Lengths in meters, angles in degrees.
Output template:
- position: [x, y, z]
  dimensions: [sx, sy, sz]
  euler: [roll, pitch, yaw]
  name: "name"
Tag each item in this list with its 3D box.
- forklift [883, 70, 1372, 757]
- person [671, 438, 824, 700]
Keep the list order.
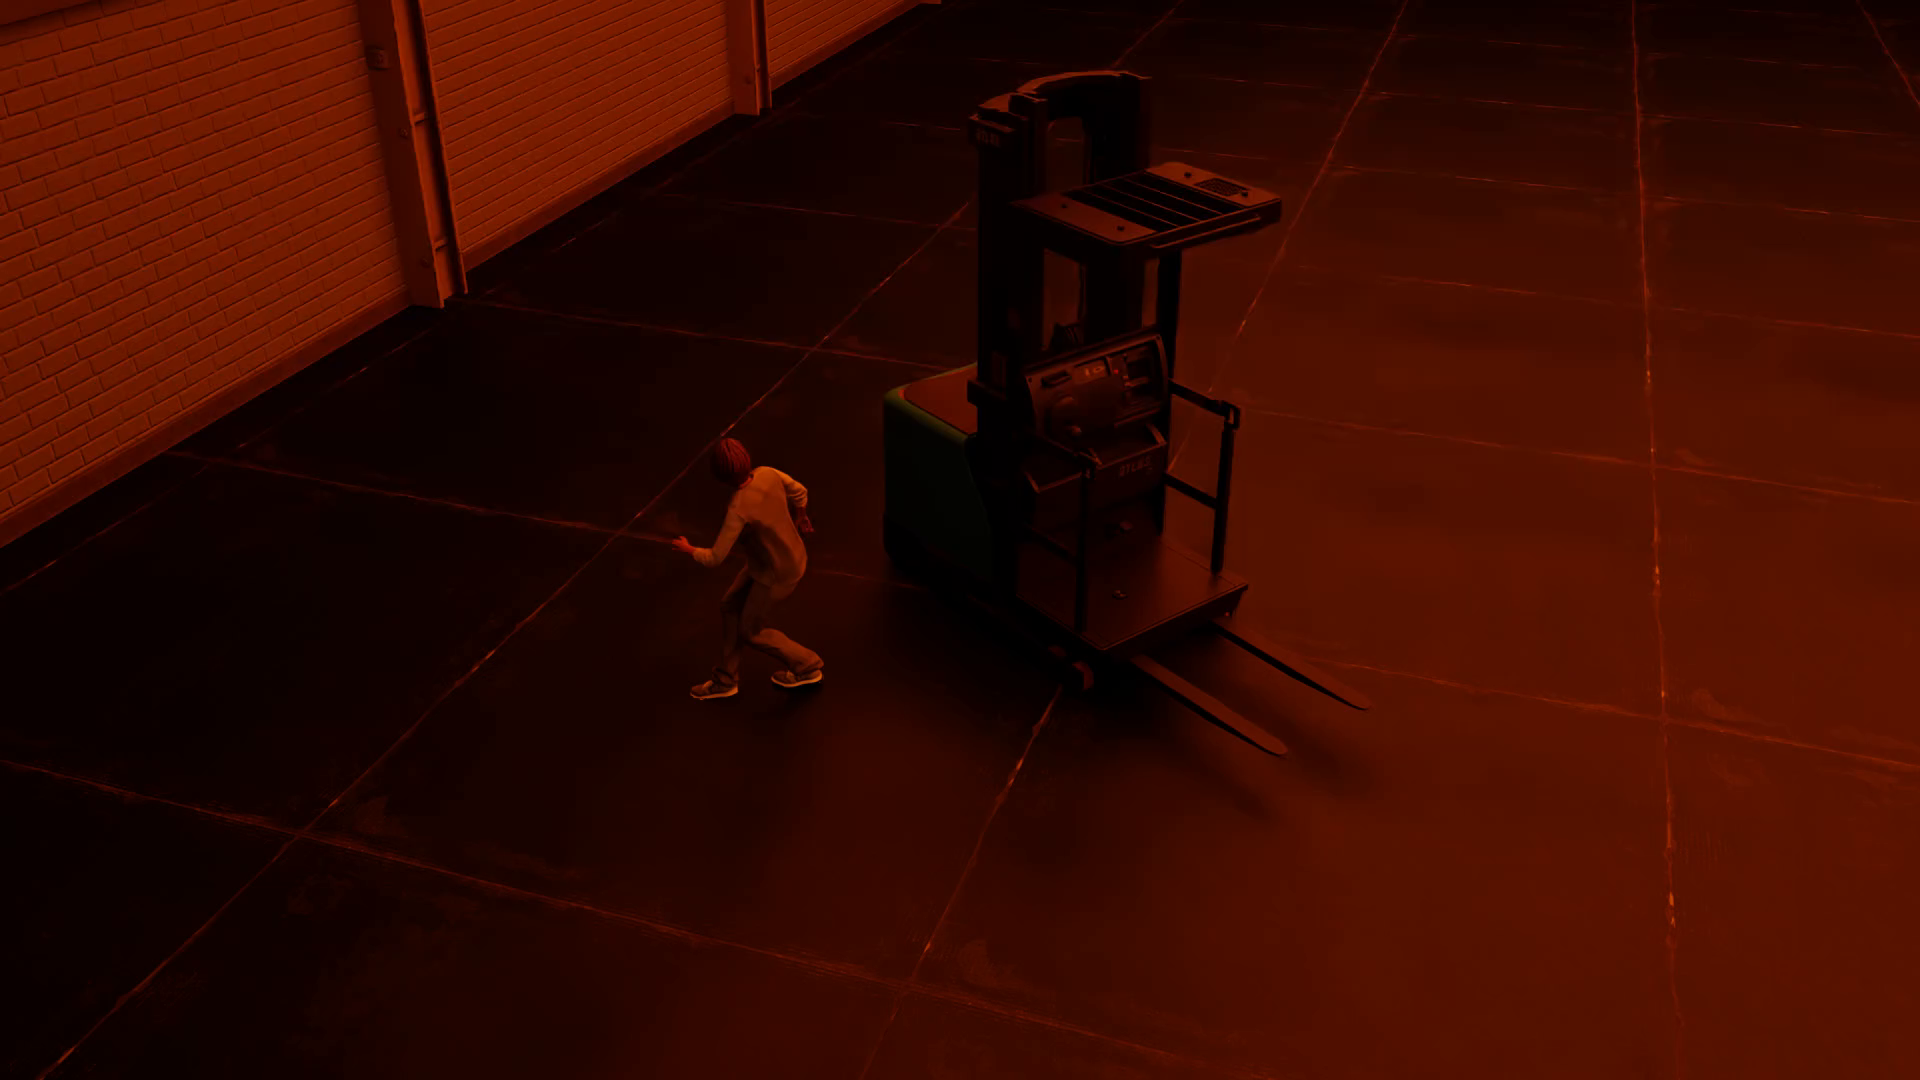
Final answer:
- position: [0.847, -0.752, 8.457]
  dimensions: [1.130, 2.935, 3.031]
  euler: [-21, 36, -32]
  name: "forklift"
- position: [-1.081, 0.103, 8.462]
  dimensions: [0.744, 1.466, 0.656]
  euler: [3, 30, 5]
  name: "person"
